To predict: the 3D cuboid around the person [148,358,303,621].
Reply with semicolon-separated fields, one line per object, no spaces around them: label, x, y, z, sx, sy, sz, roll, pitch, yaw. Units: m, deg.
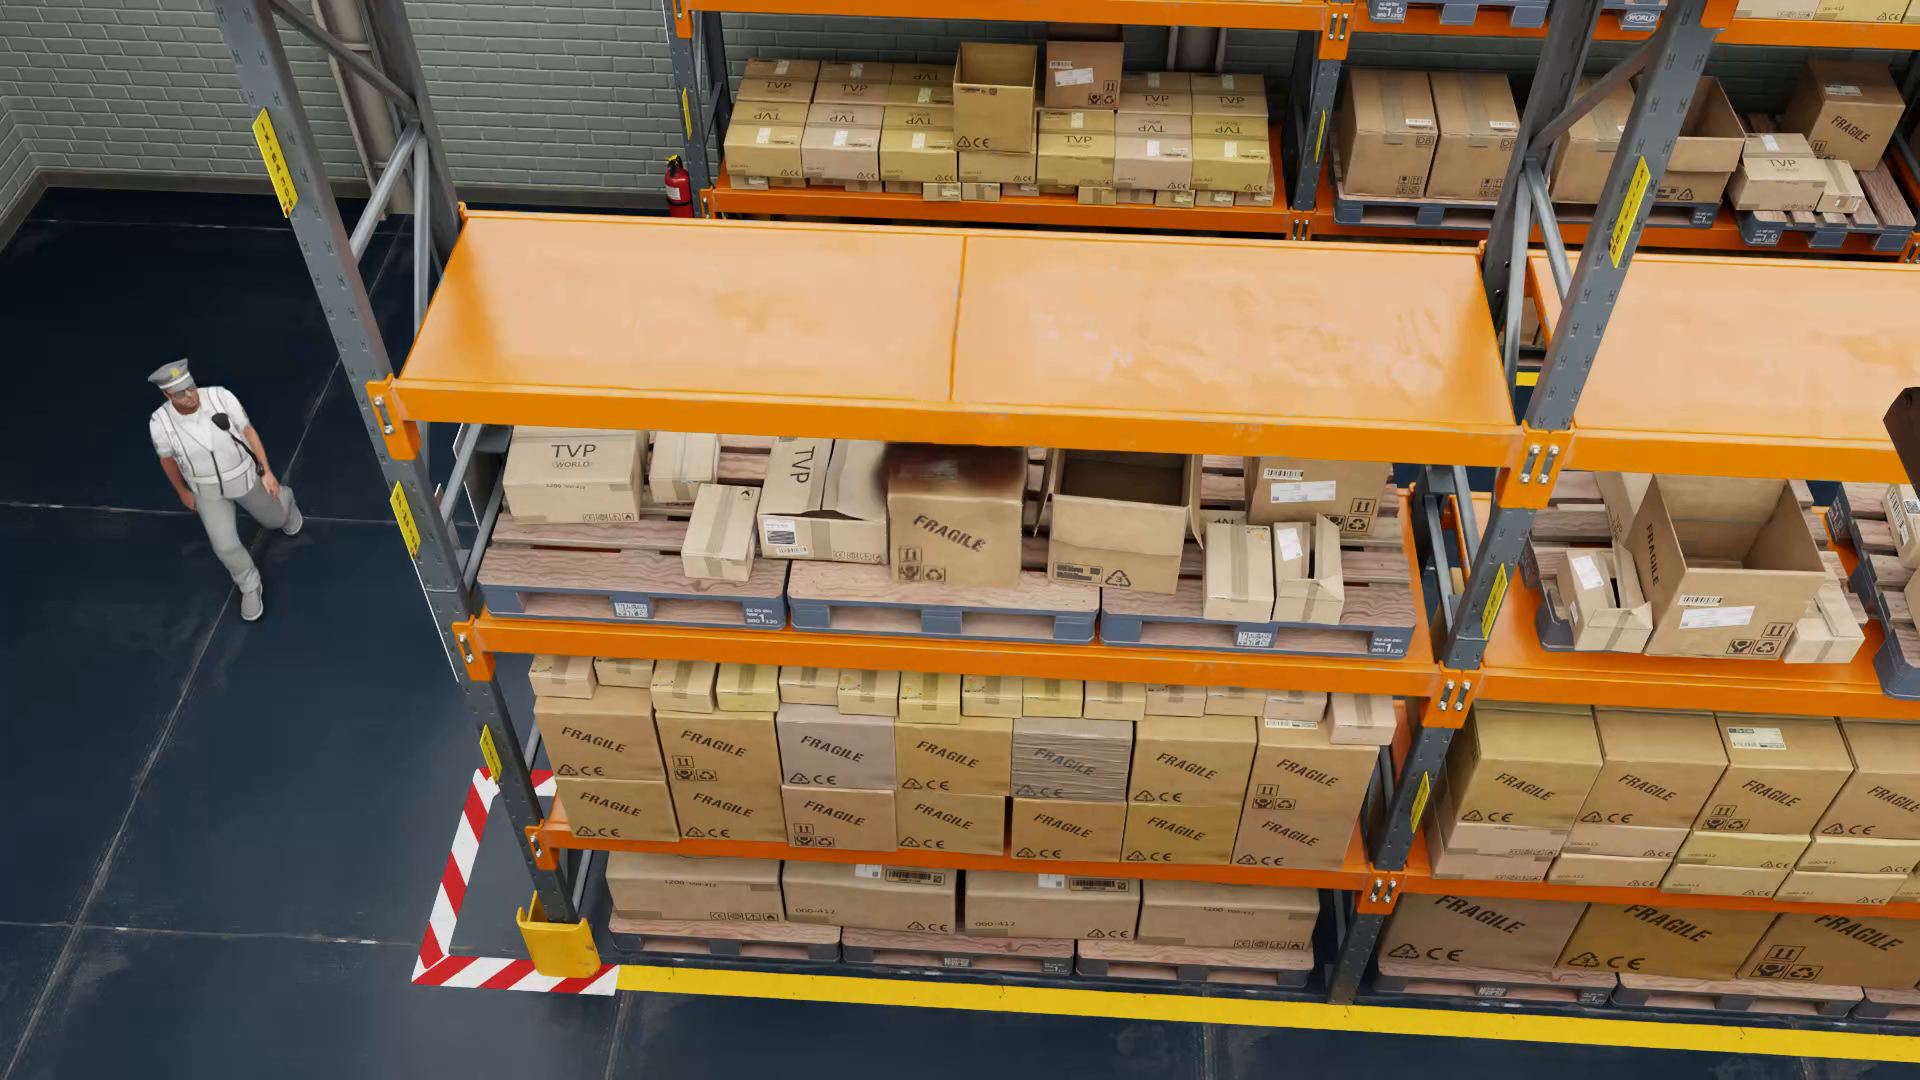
person;-4.397;-0.413;9.927;0.585;1.725;0.928;-9;48;-8
